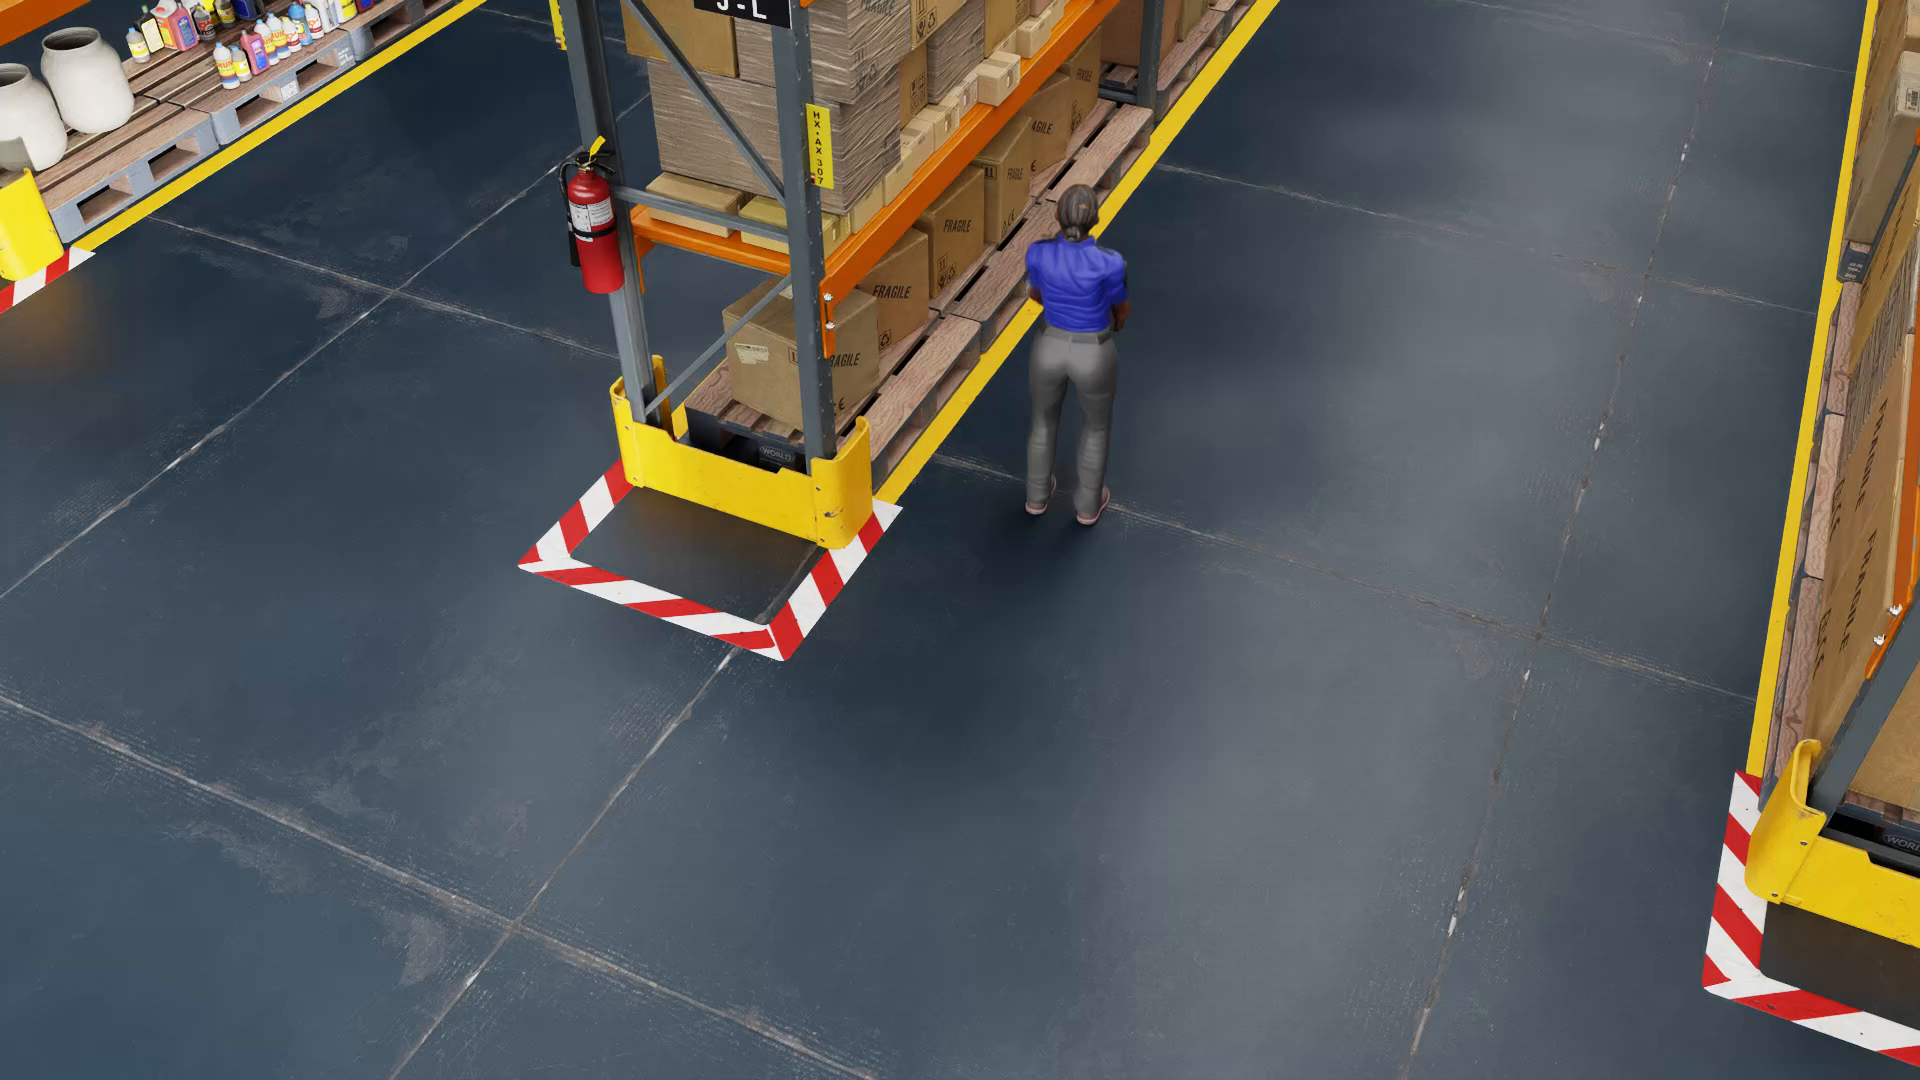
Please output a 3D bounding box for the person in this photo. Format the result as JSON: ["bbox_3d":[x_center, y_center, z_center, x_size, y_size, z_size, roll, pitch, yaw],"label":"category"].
[{"bbox_3d":[0.499,-0.825,7.080,0.435,1.656,0.502,11,43,12],"label":"person"}]
